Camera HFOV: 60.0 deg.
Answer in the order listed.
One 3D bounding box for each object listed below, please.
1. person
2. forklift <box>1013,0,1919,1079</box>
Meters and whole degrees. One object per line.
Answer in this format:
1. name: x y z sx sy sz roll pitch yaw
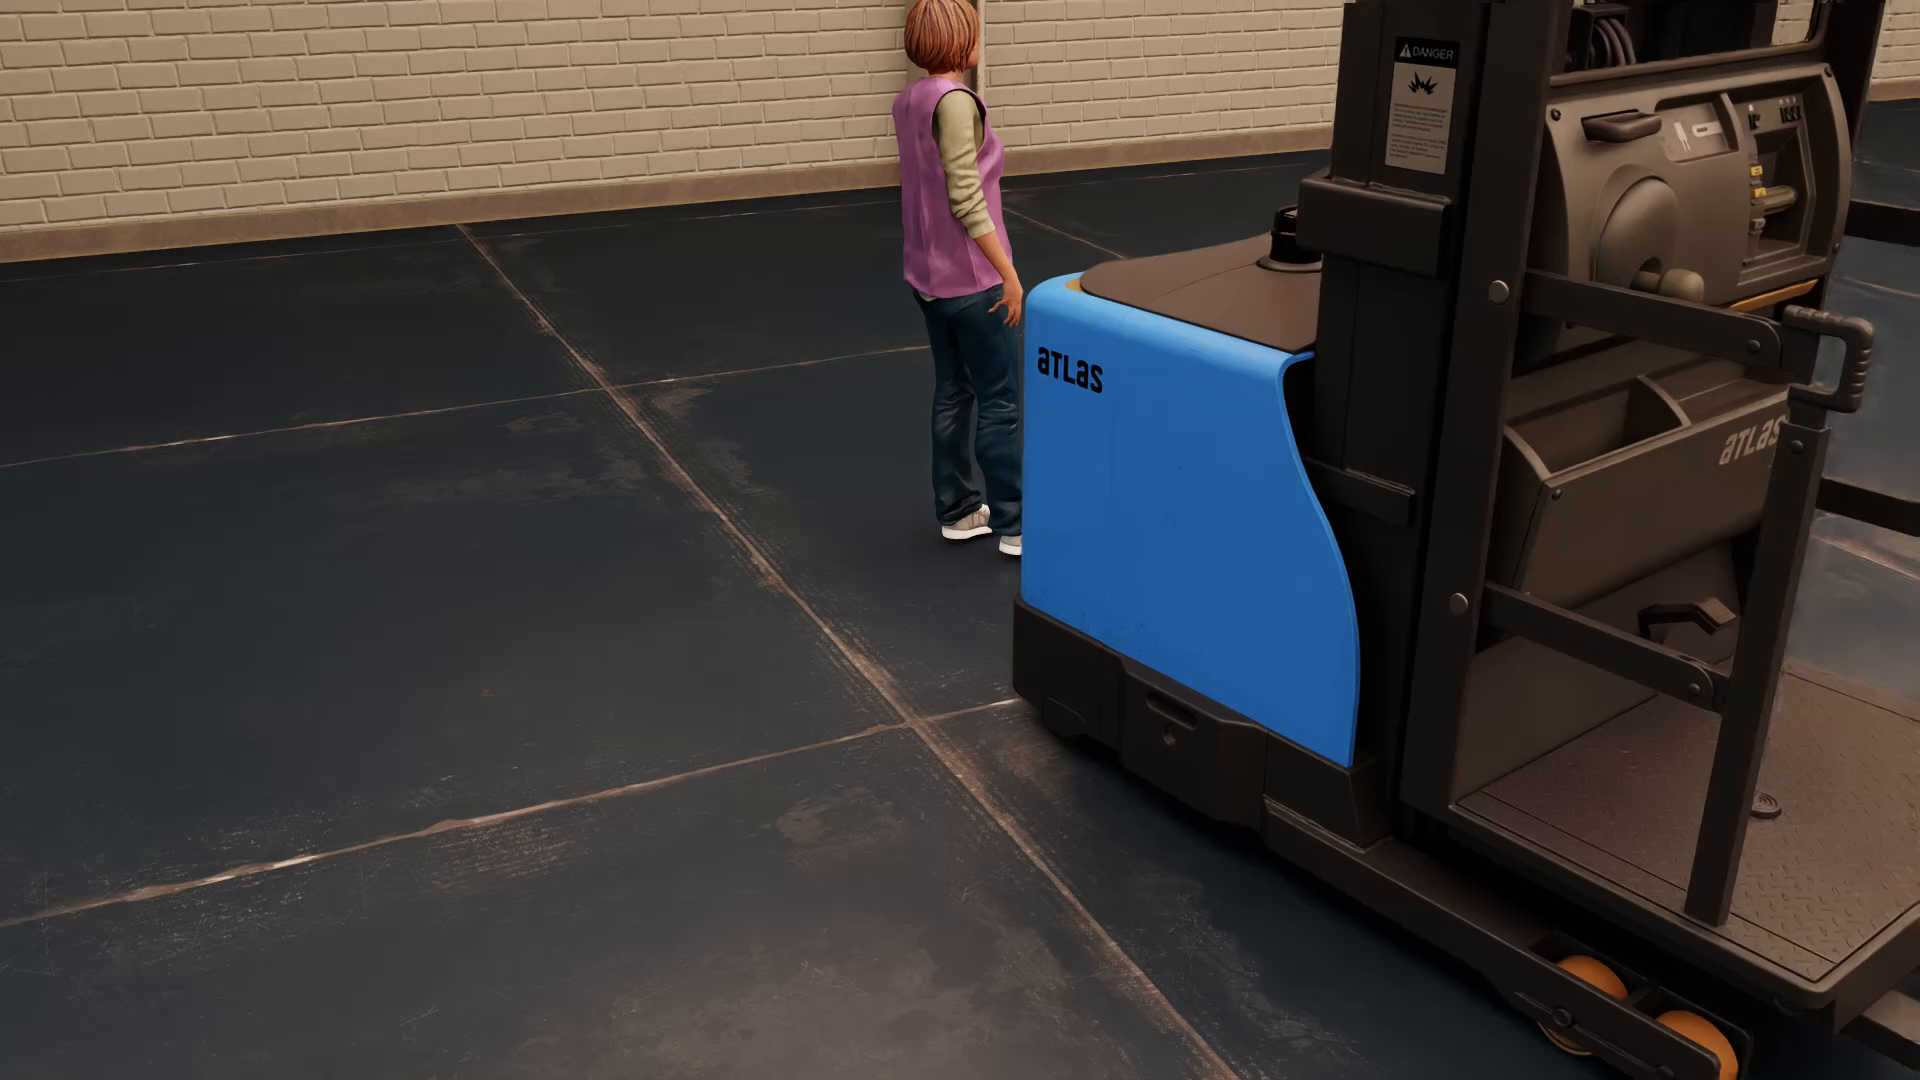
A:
1. person: 0.073 -0.751 4.814 0.476 1.597 0.520 -10 25 -23
2. forklift: 1.433 -0.607 2.746 1.130 2.935 3.031 -17 28 -35
